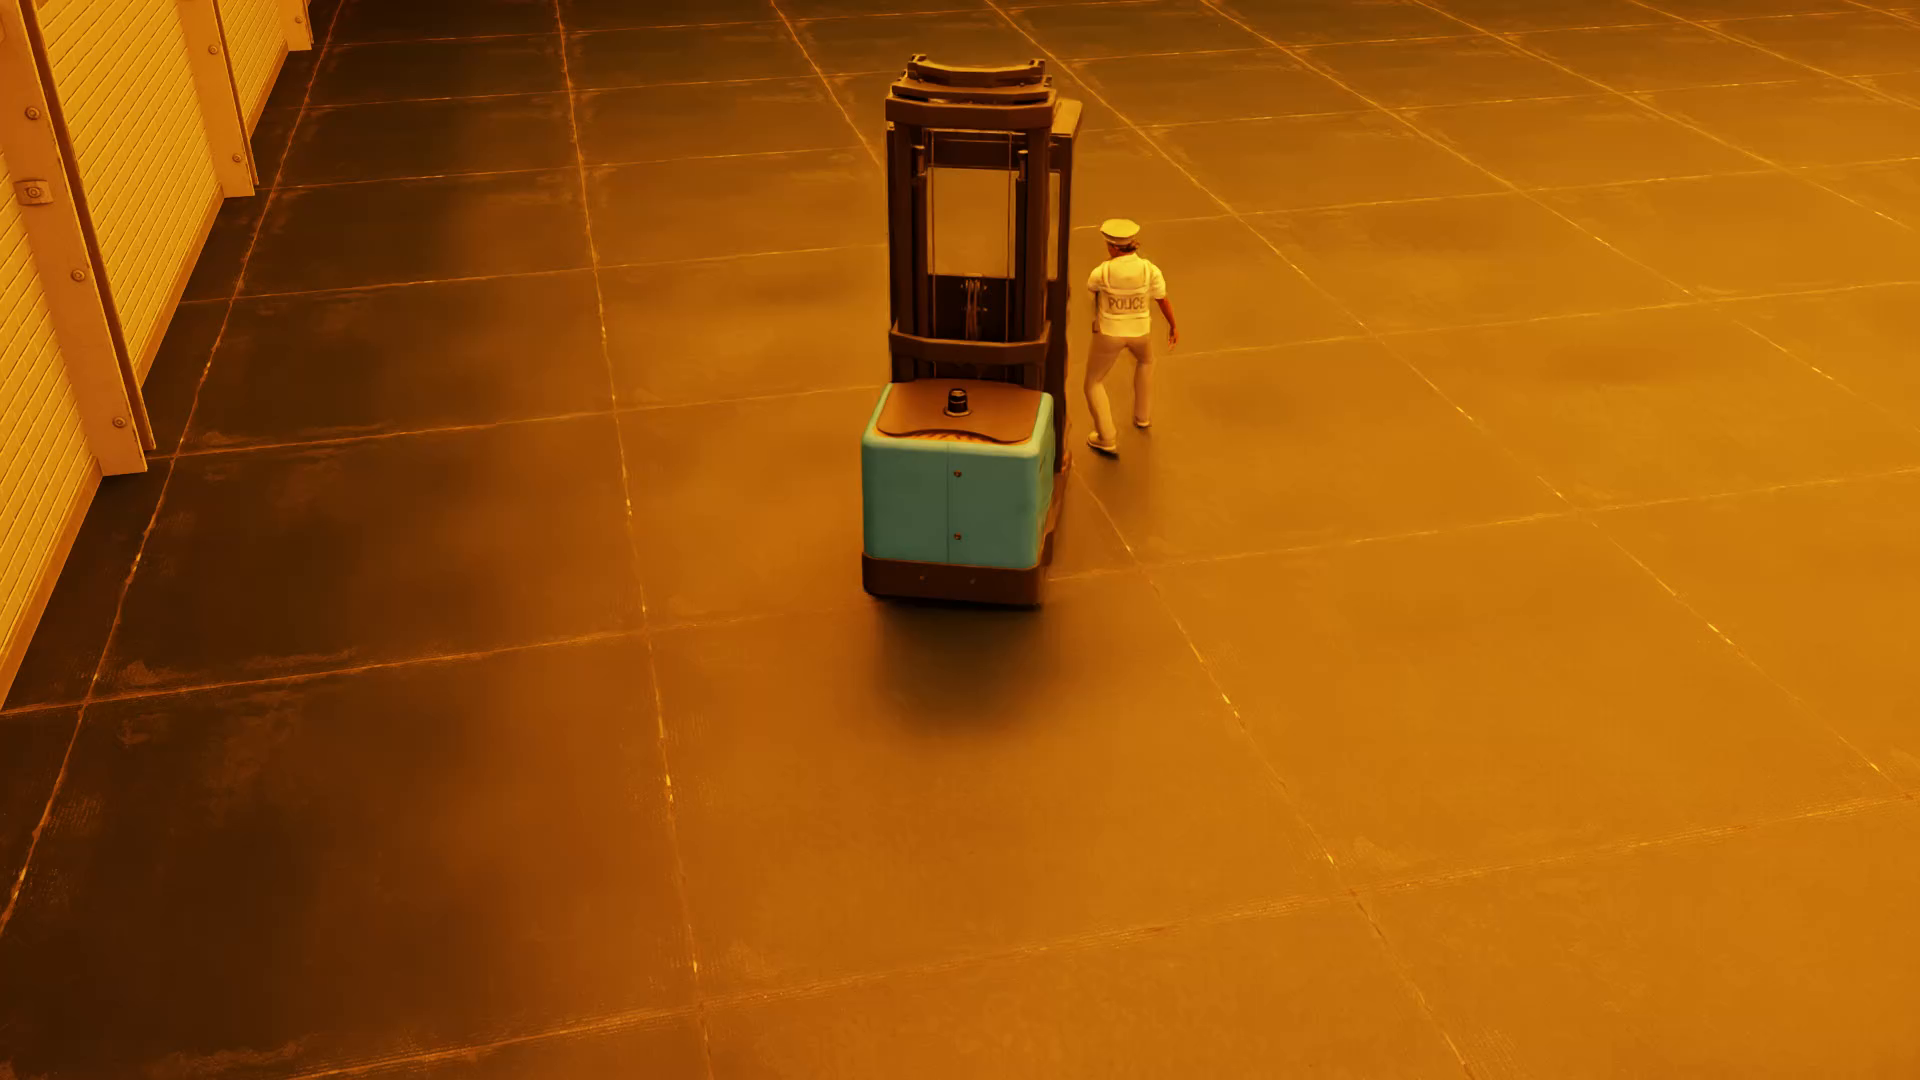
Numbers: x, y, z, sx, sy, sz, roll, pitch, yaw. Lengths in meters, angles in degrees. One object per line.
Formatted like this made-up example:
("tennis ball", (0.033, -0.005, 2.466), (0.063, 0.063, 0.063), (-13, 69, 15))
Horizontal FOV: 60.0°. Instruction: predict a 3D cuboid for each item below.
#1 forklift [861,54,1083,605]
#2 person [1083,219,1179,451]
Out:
("forklift", (0.153, -1.607, 10.351), (1.130, 2.935, 3.031), (4, 30, 7))
("person", (1.174, -1.466, 11.468), (0.663, 1.567, 0.782), (-6, 31, -11))
